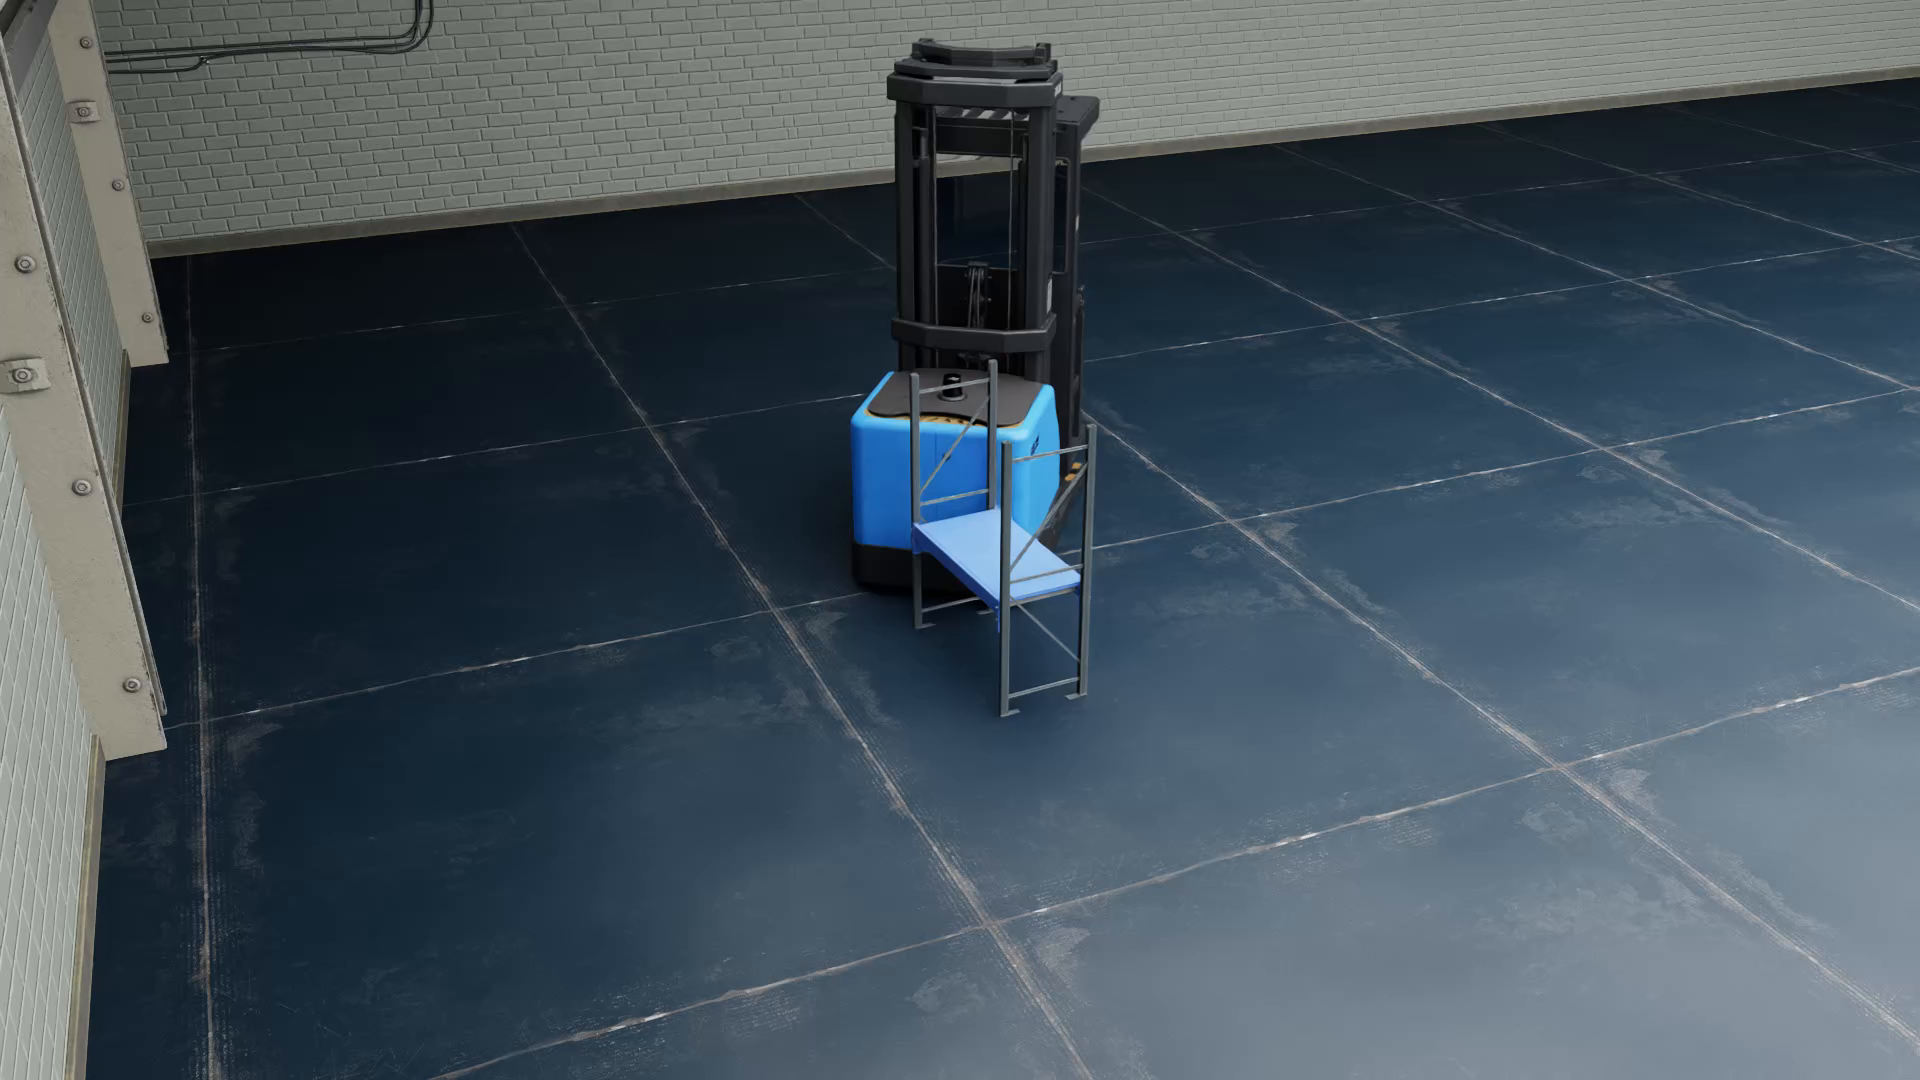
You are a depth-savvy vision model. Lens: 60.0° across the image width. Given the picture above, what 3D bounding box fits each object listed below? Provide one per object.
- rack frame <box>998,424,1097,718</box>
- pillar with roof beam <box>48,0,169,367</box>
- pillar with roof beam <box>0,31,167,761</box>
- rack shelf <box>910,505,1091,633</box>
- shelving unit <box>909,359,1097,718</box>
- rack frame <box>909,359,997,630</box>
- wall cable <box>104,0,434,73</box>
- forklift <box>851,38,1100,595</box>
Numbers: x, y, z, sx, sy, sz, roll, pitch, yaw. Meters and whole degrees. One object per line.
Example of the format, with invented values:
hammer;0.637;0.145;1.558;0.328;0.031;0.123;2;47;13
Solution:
rack frame;0.423;0.171;8.190;0.500;1.500;0.032;-12;29;-24
pillar with roof beam;-2.500;-6.236;12.766;9.100;9.000;0.400;-11;28;-21
pillar with roof beam;-0.150;-3.814;7.805;9.100;9.000;0.400;-11;28;-21
rack shelf;0.195;0.134;8.677;0.538;0.185;1.000;-12;29;-24
shelving unit;0.195;-0.028;8.598;0.538;1.500;1.048;-12;29;-24
rack frame;-0.033;-0.227;9.006;0.500;1.500;0.032;-12;29;-24
wall cable;-6.398;-5.518;14.833;3.097;2.526;0.112;-11;28;-21
forklift;0.218;-1.611;10.209;1.130;2.935;3.031;6;27;12
